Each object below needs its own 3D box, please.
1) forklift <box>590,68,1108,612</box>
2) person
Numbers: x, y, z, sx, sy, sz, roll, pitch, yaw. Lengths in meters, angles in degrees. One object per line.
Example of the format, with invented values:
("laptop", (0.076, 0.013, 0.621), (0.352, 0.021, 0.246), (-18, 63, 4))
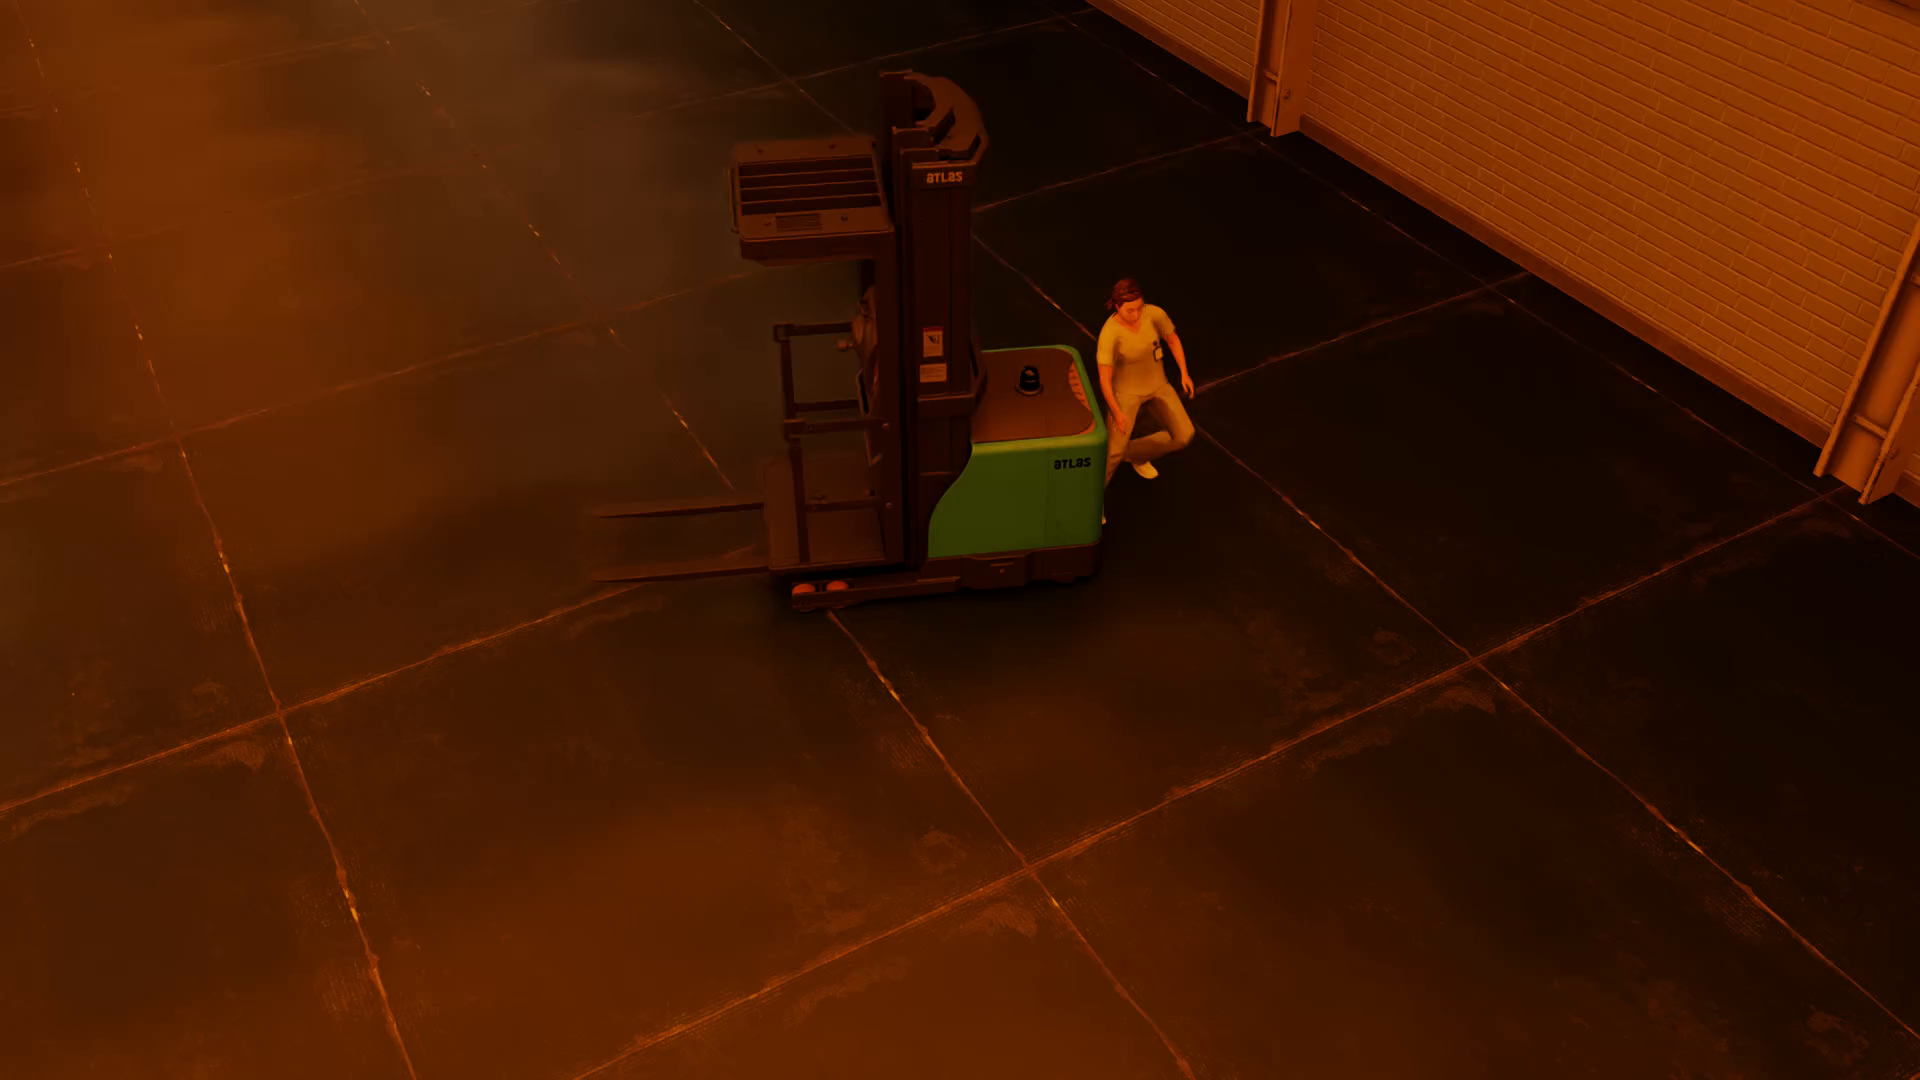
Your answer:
("forklift", (-0.704, -1.066, 9.321), (3.031, 2.935, 1.130), (-5, 40, -6))
("person", (1.077, -0.855, 10.187), (0.706, 1.499, 0.668), (-13, 42, -16))
